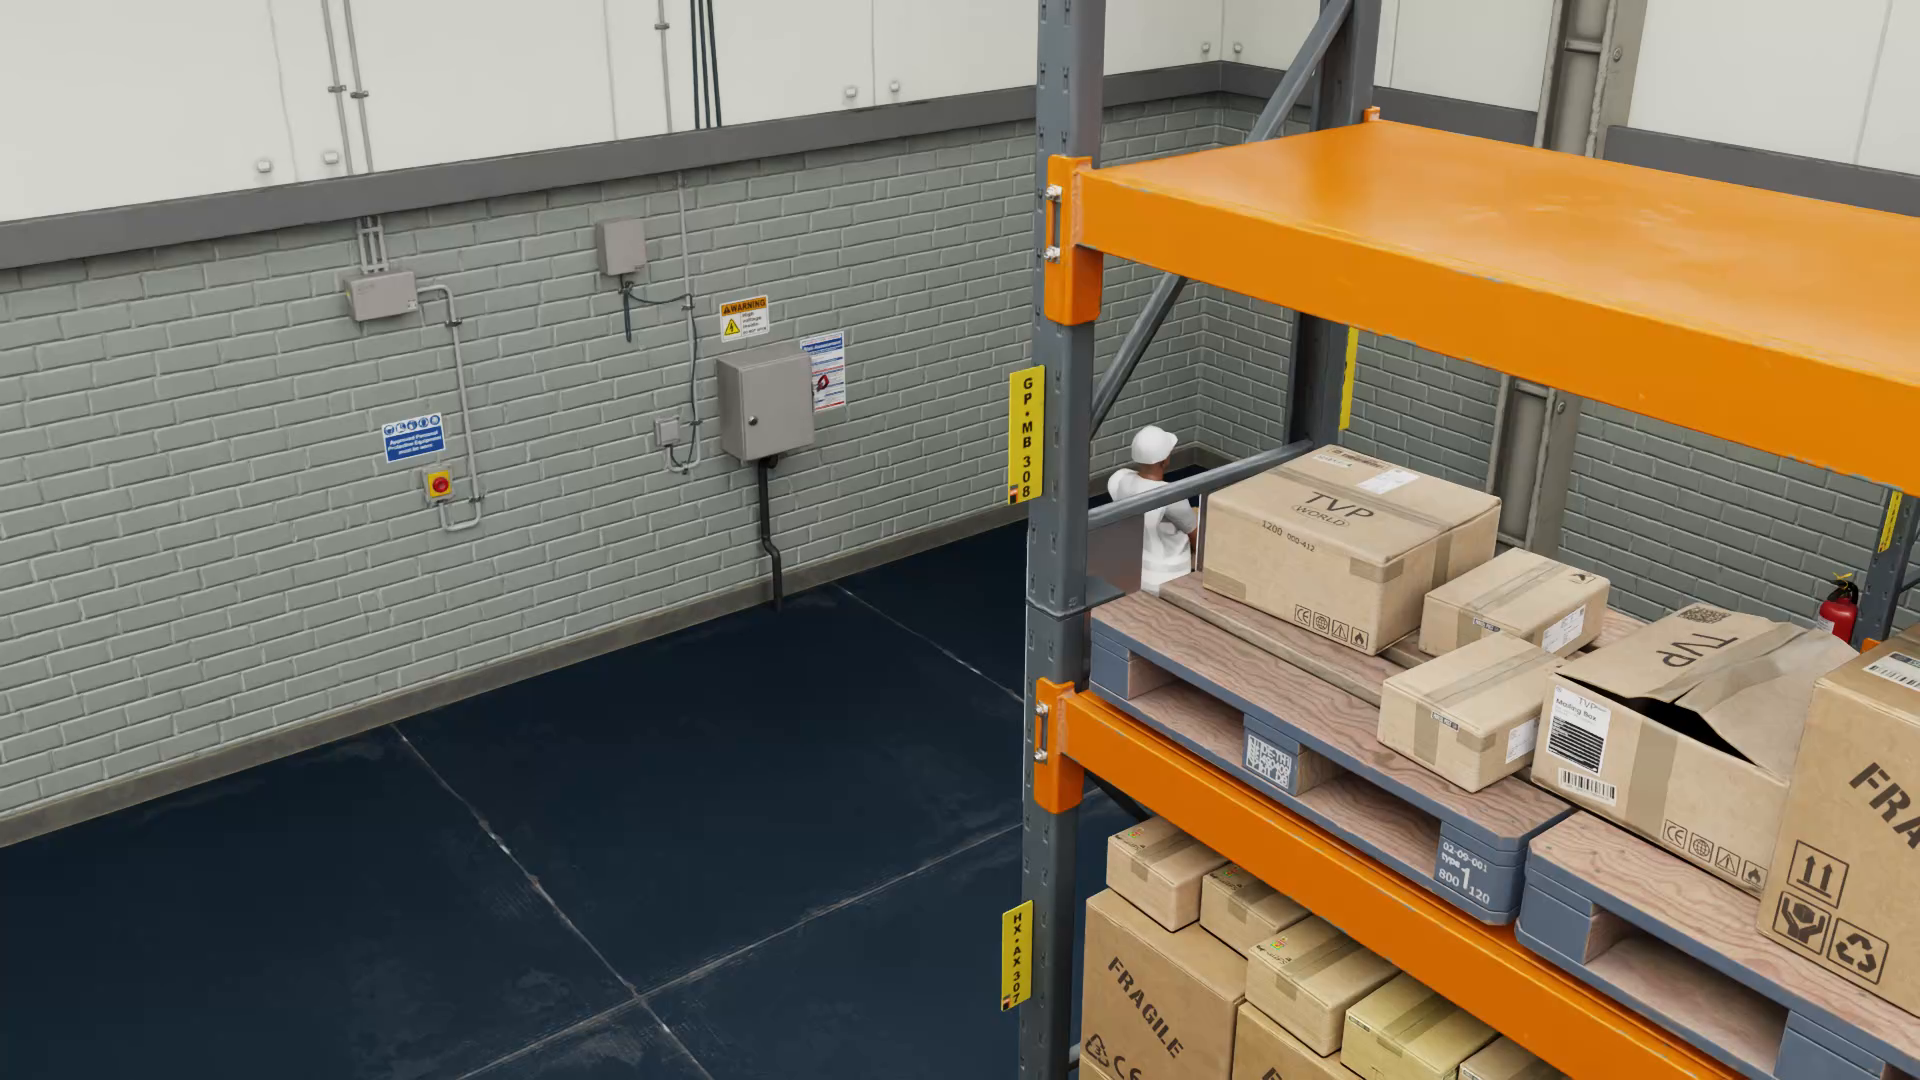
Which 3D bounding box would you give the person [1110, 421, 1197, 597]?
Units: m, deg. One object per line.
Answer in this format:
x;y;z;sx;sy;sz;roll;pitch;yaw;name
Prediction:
1.129;0.177;9.186;0.531;1.789;0.537;-18;30;-35;person
